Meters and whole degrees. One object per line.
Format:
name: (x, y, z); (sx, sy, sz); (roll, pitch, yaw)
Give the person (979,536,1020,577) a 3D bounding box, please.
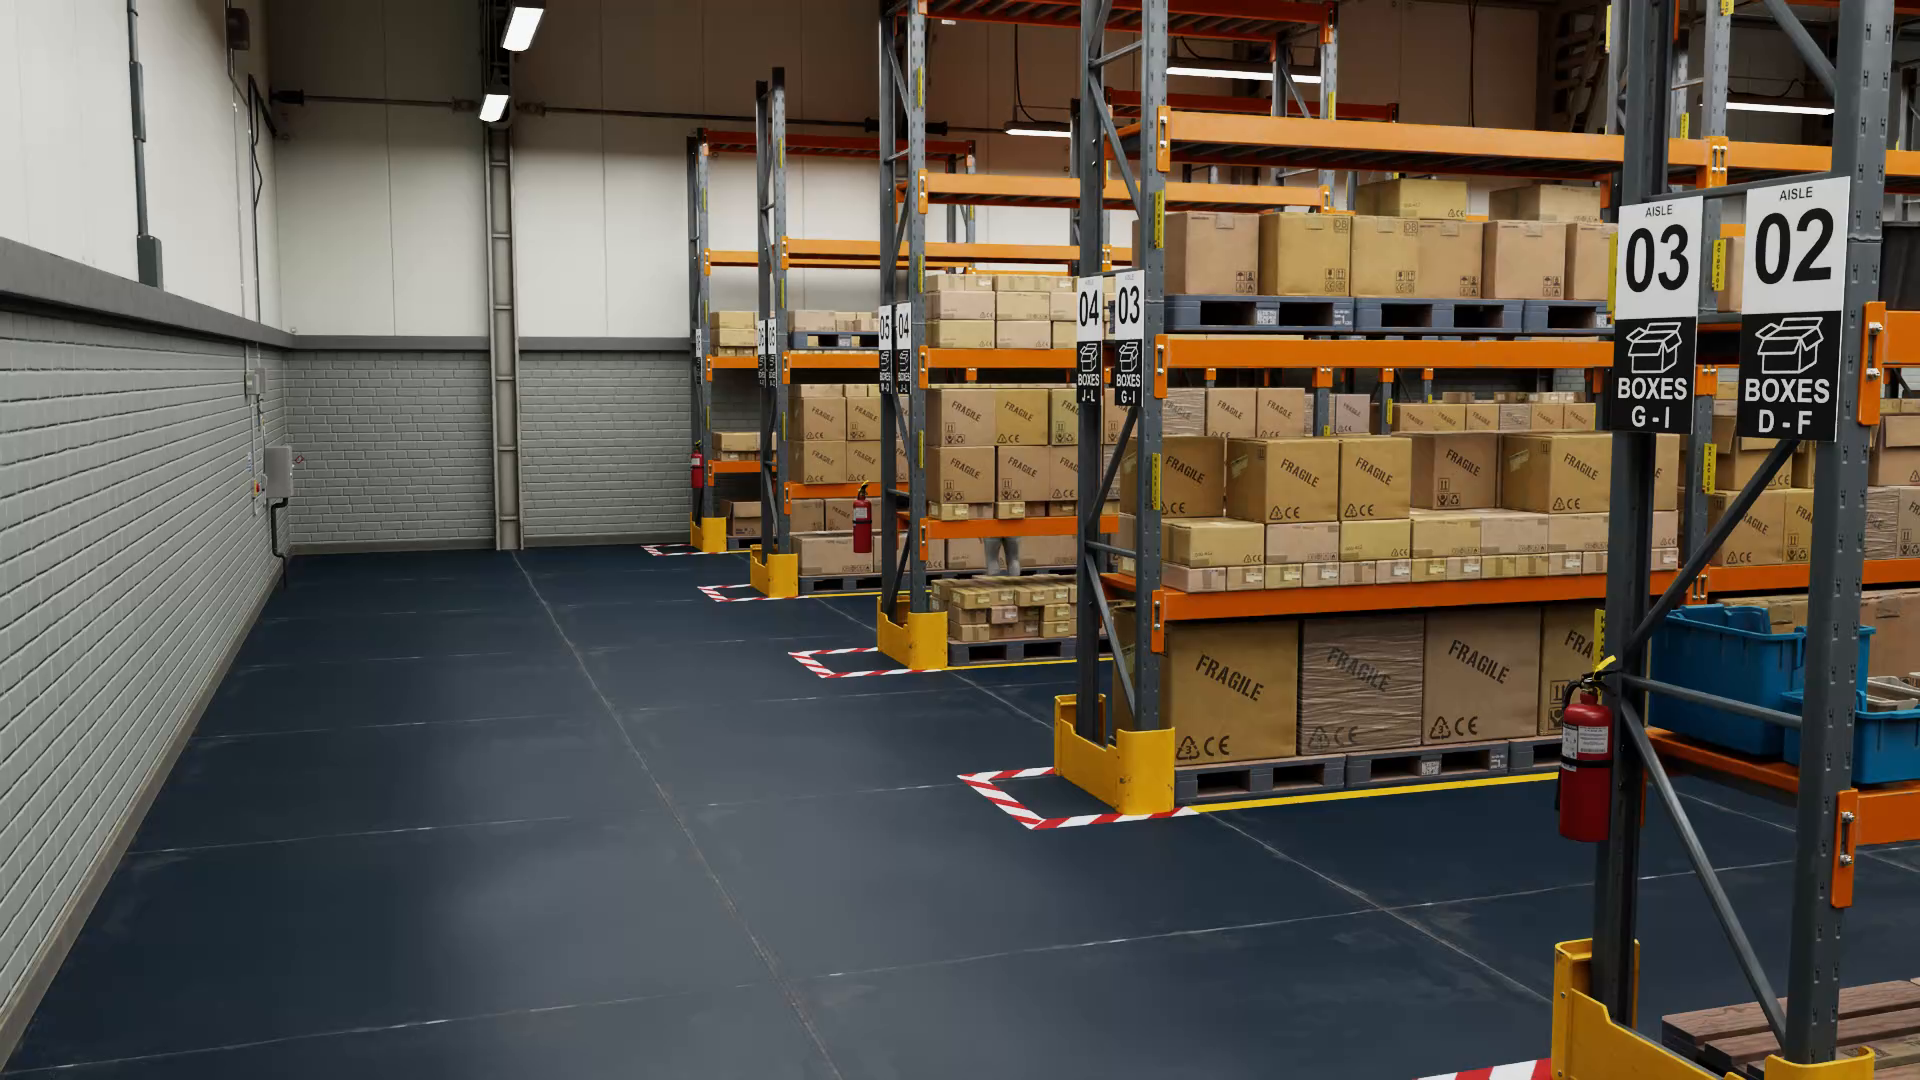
person: (0.454, -0.110, 18.654); (0.511, 1.678, 0.388); (-2, 6, -19)
